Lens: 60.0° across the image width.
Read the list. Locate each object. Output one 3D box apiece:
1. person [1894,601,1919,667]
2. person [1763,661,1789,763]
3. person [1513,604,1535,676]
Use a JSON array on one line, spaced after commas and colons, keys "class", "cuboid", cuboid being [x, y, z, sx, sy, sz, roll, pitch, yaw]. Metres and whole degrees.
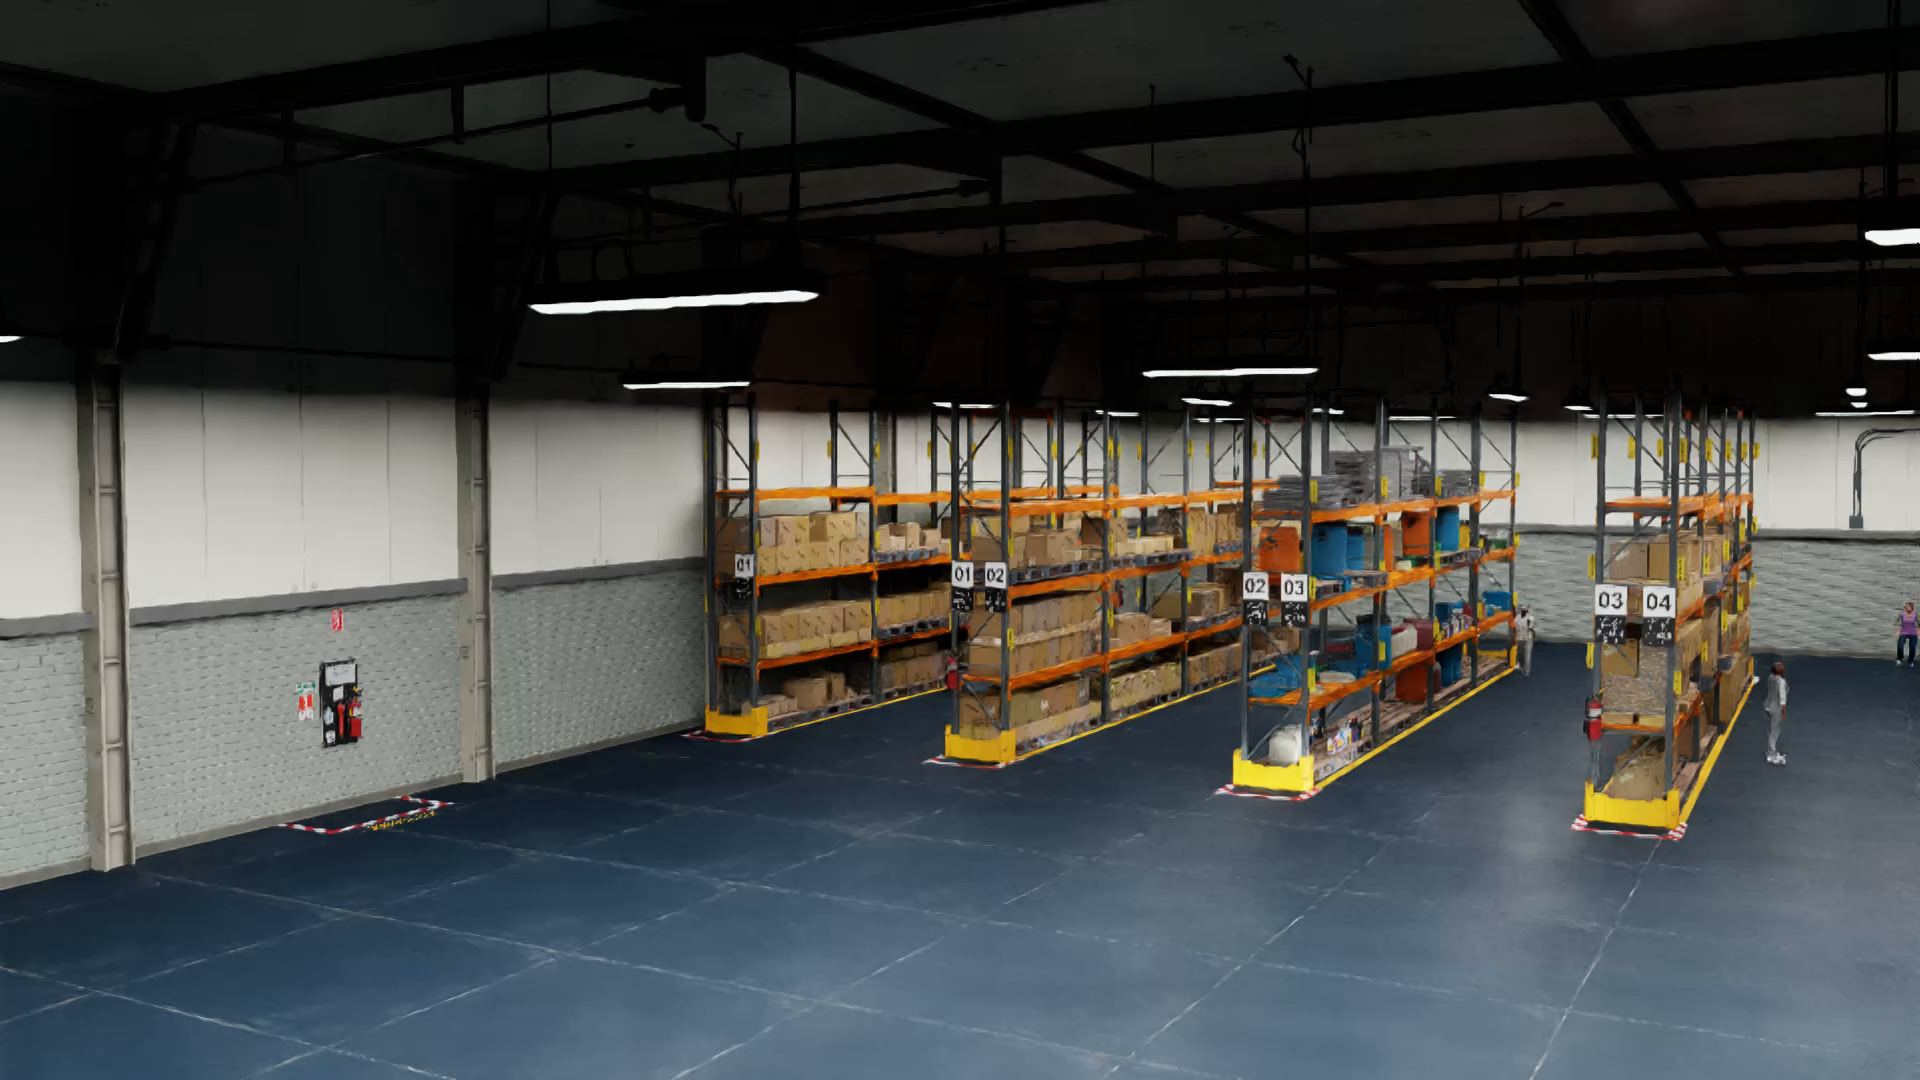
[{"class": "person", "cuboid": [21.819, 2.177, 38.297, 0.566, 1.526, 0.519, 2, 3, 26]}, {"class": "person", "cuboid": [13.126, 2.746, 26.681, 0.419, 1.603, 0.505, 0, 3, -1]}, {"class": "person", "cuboid": [12.531, 2.191, 36.973, 0.455, 1.589, 1.090, 2, 3, 26]}]
